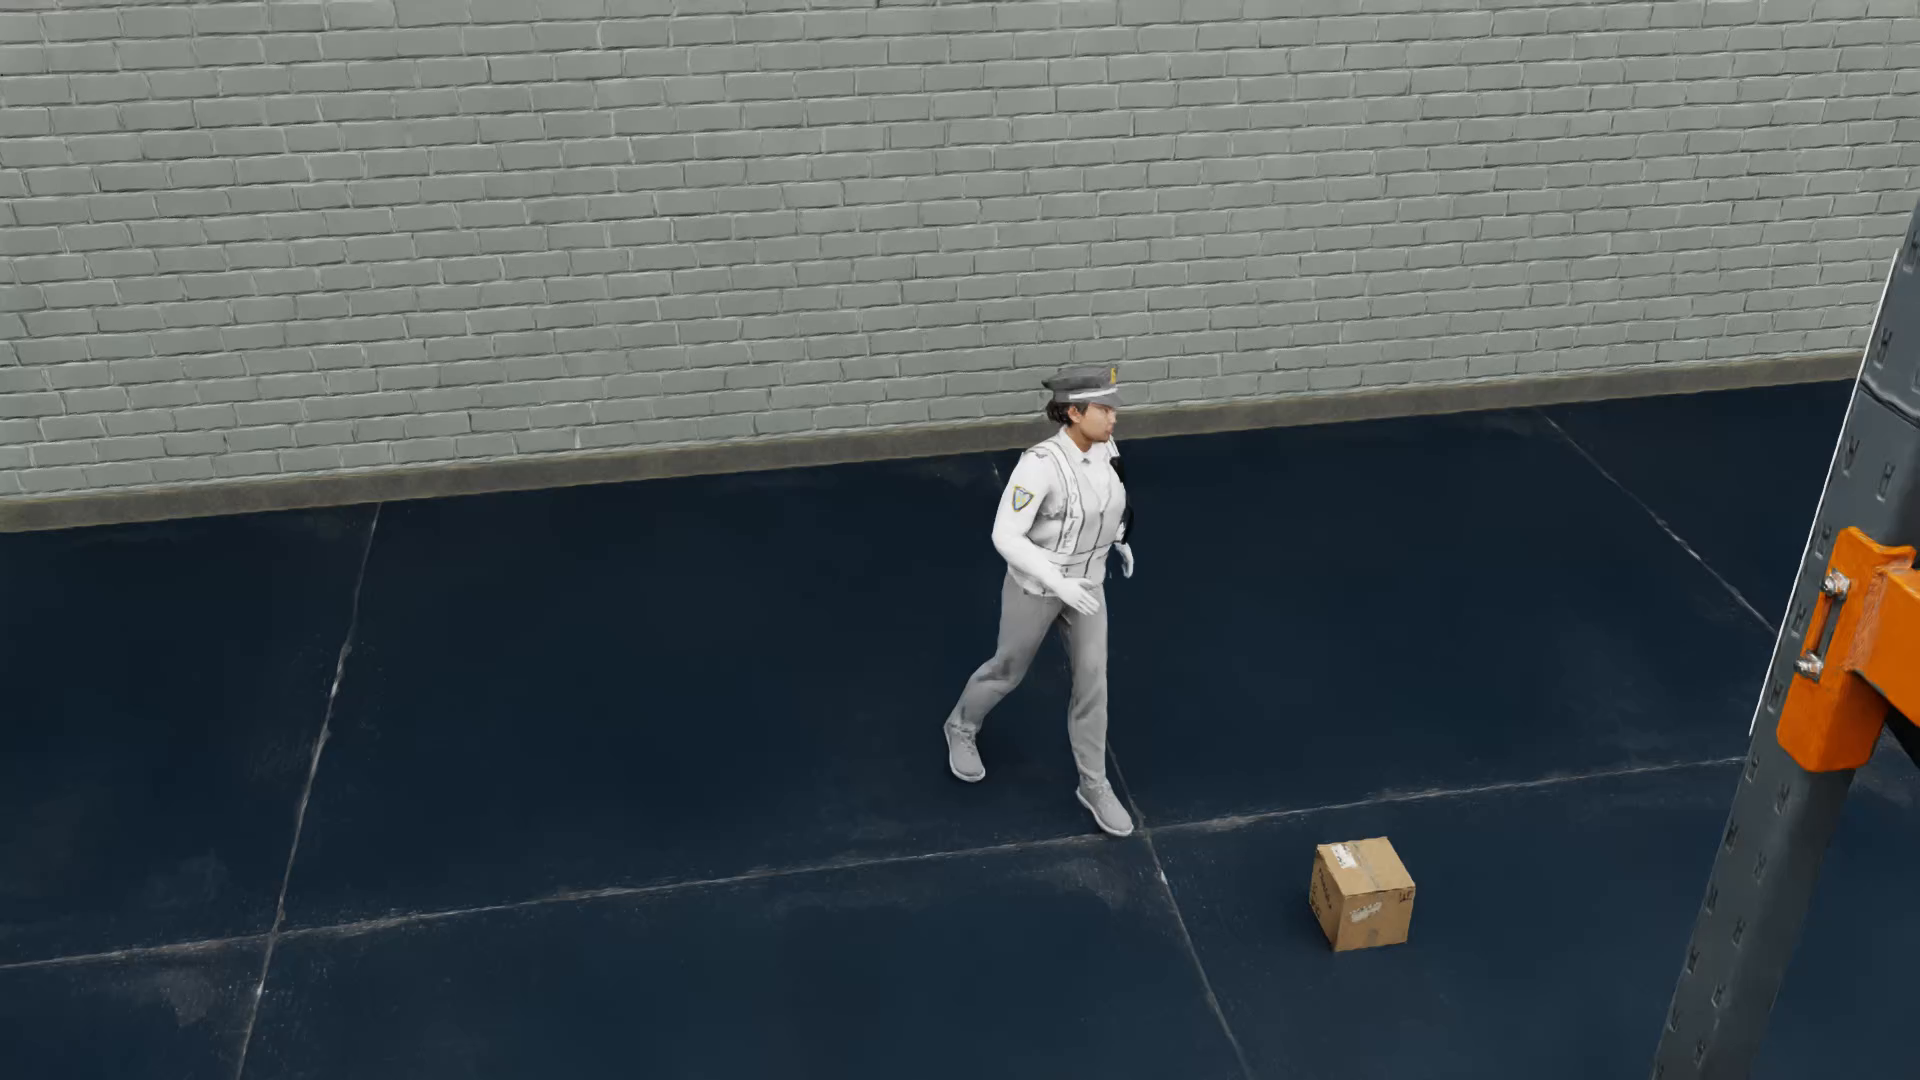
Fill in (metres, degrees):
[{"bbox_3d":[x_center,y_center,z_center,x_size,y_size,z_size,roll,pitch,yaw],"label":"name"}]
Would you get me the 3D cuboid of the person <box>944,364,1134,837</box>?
[{"bbox_3d":[0.382,0.159,5.806,0.664,1.664,0.838,-25,39,-35],"label":"person"}]
